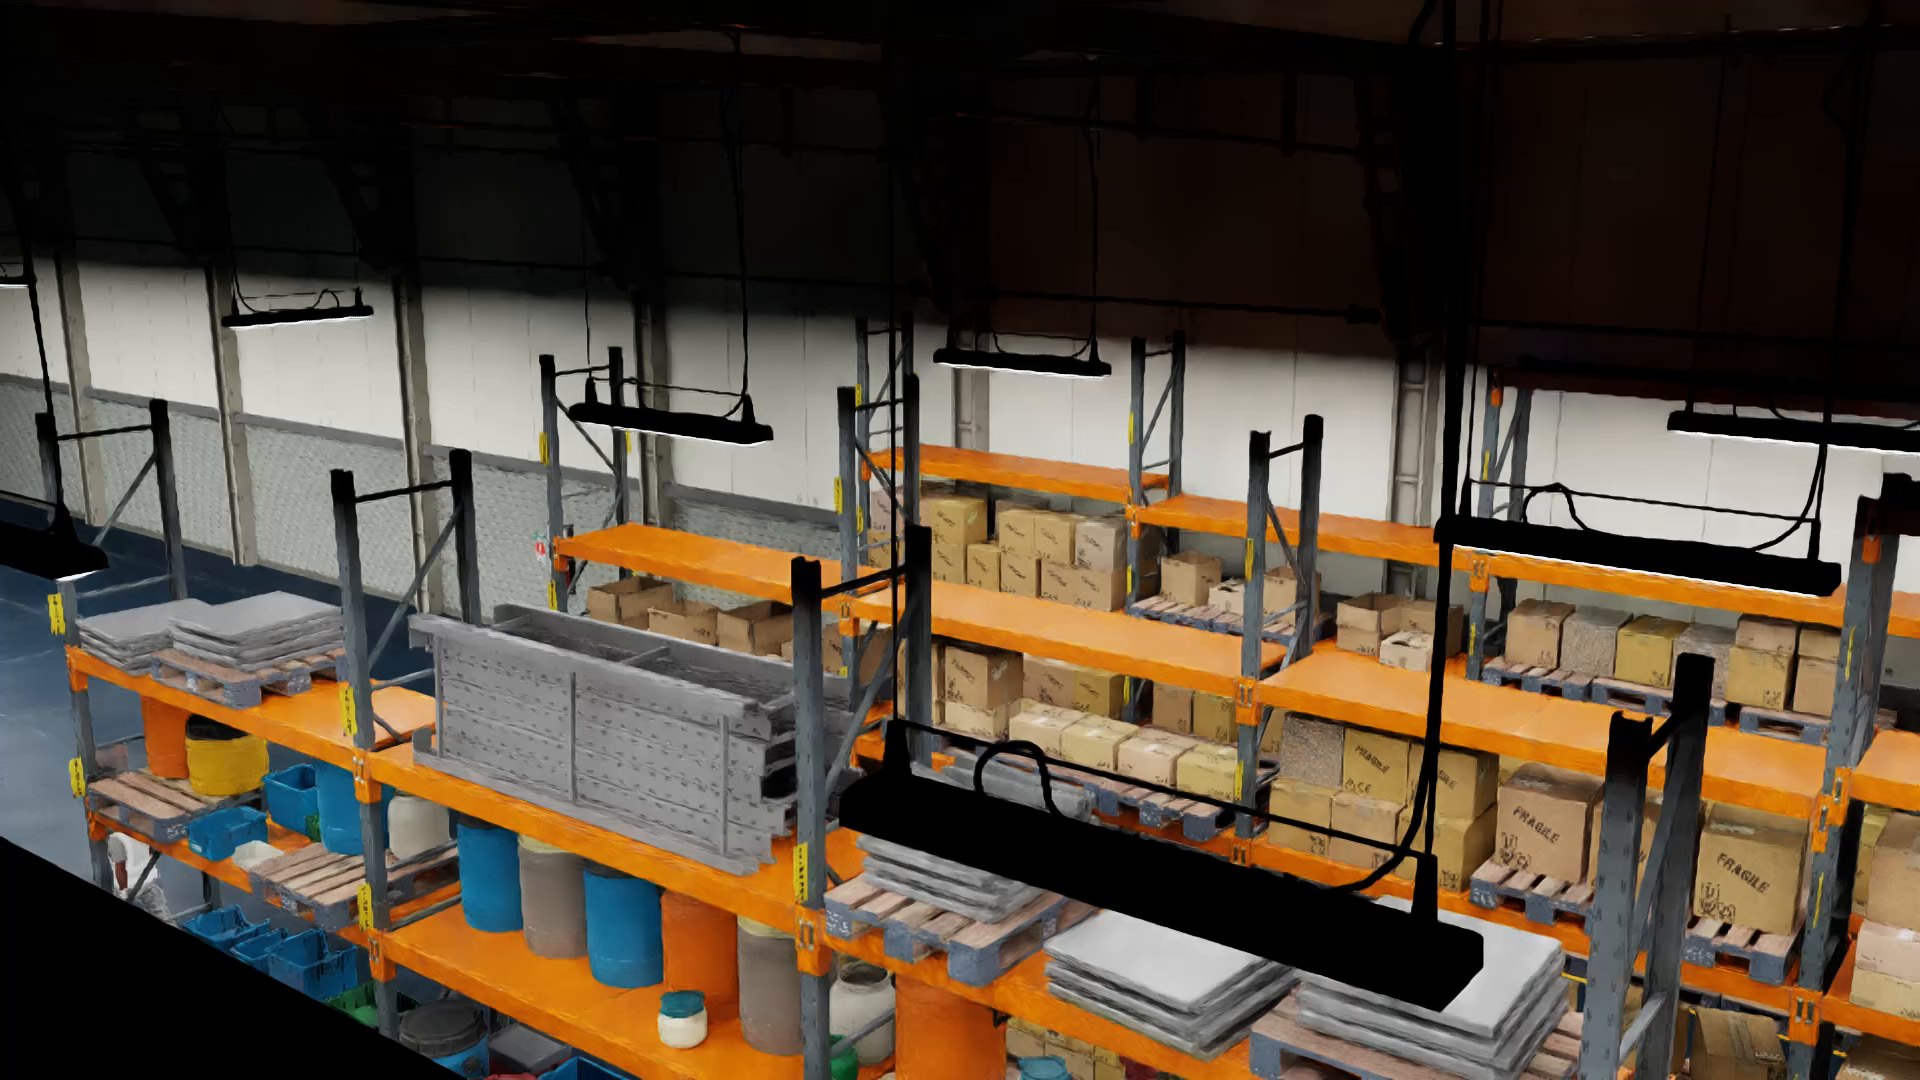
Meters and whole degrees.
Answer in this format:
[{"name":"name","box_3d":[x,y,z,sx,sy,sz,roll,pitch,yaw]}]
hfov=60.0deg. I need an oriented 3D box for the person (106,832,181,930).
[{"name":"person","box_3d":[-8.320,3.424,16.701,0.967,1.742,0.607,3,13,14]}]
